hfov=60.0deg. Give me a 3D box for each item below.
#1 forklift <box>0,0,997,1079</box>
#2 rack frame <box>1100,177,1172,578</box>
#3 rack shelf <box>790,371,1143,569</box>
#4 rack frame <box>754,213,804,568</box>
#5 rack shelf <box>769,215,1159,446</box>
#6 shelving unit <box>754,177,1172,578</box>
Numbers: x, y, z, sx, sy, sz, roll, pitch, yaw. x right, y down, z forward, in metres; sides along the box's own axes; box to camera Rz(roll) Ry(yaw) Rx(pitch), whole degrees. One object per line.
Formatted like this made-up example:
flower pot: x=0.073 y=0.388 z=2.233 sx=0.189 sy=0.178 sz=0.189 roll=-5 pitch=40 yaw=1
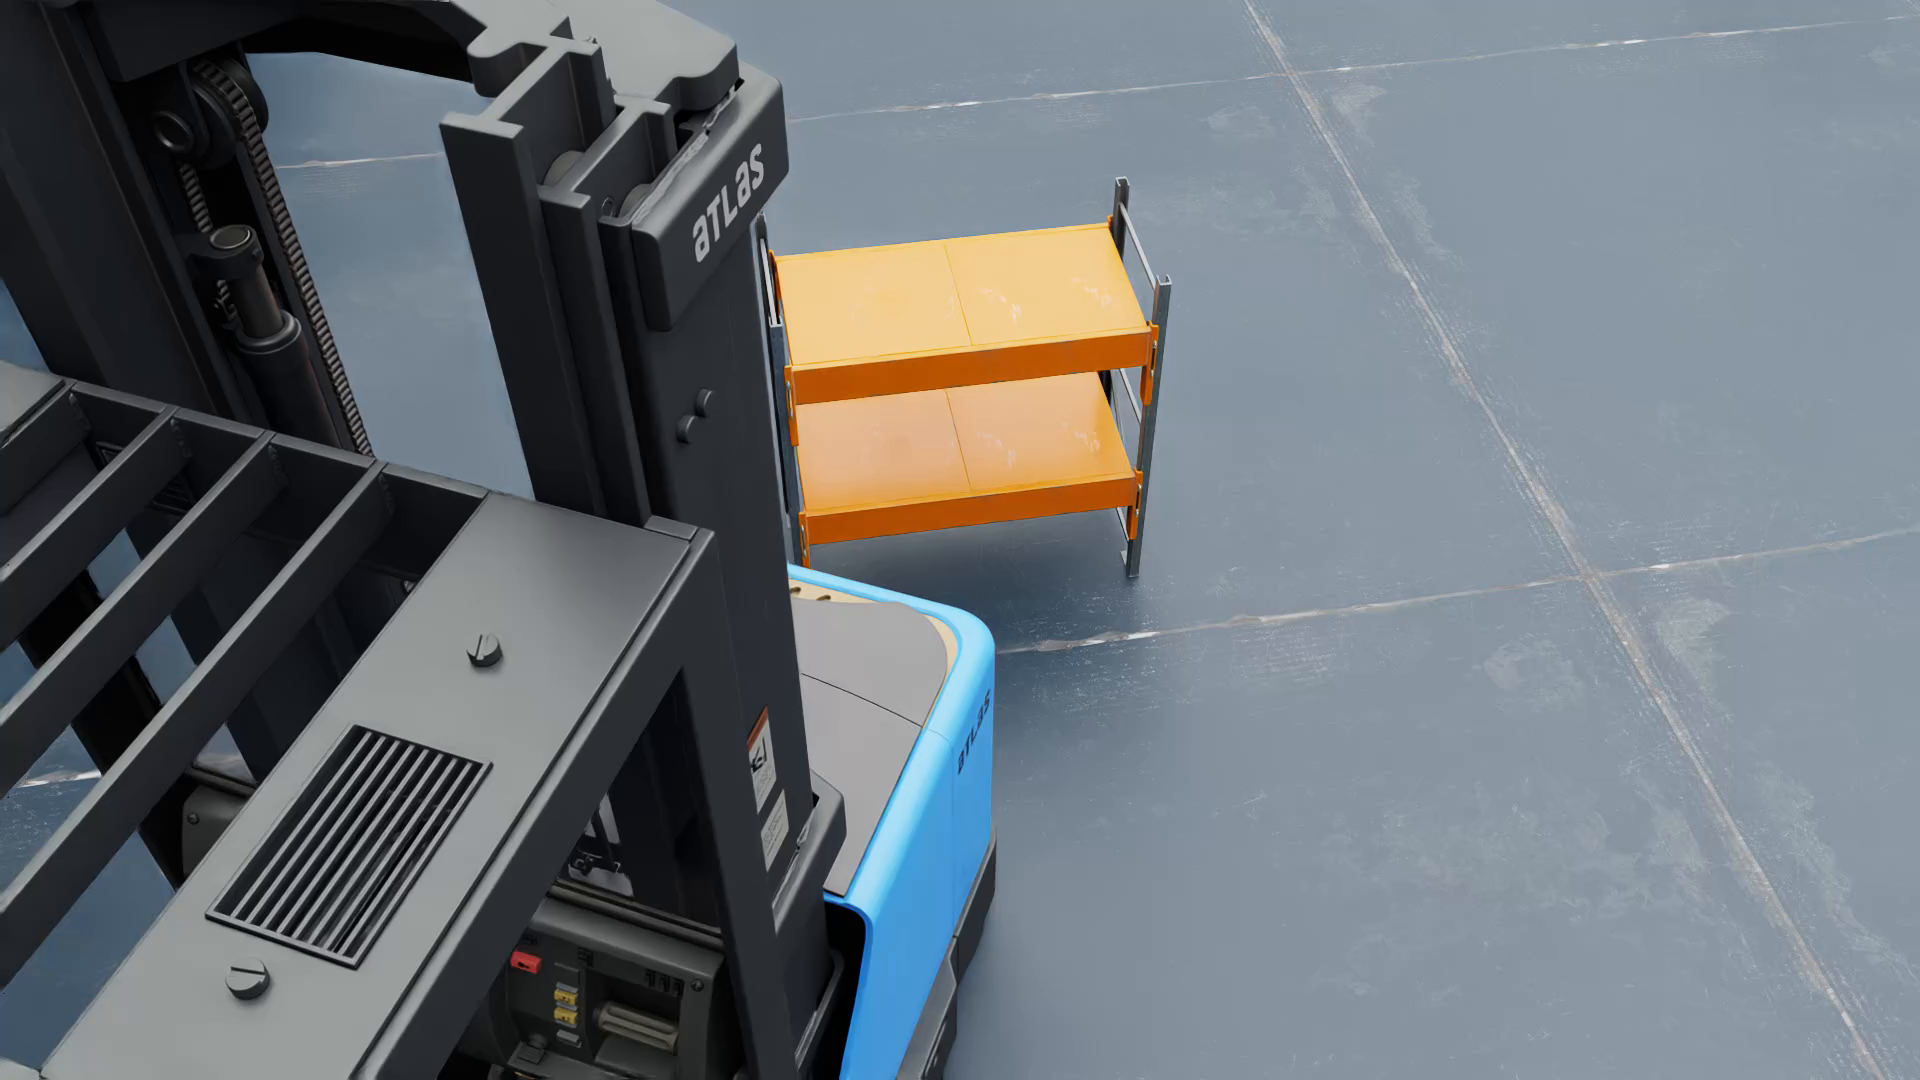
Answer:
forklift: x=-0.877 y=0.782 z=2.462 sx=1.130 sy=2.935 sz=3.031 roll=14 pitch=48 yaw=13
rack frame: x=0.494 y=-0.452 z=4.904 sx=0.032 sy=1.125 sz=0.500 roll=-7 pitch=46 yaw=-7
rack shelf: x=-0.007 y=-0.220 z=5.020 sx=1.000 sy=0.278 sz=0.538 roll=-7 pitch=46 yaw=-7
rack frame: x=-0.508 y=-0.327 z=4.784 sx=0.032 sy=1.125 sz=0.500 roll=-7 pitch=46 yaw=-7
rack shelf: x=-0.007 y=-0.593 z=4.633 sx=1.000 sy=0.278 sz=0.538 roll=-7 pitch=46 yaw=-7
shelving unit: x=-0.007 y=-0.389 z=4.844 sx=1.048 sy=1.125 sz=0.538 roll=-7 pitch=46 yaw=-7
